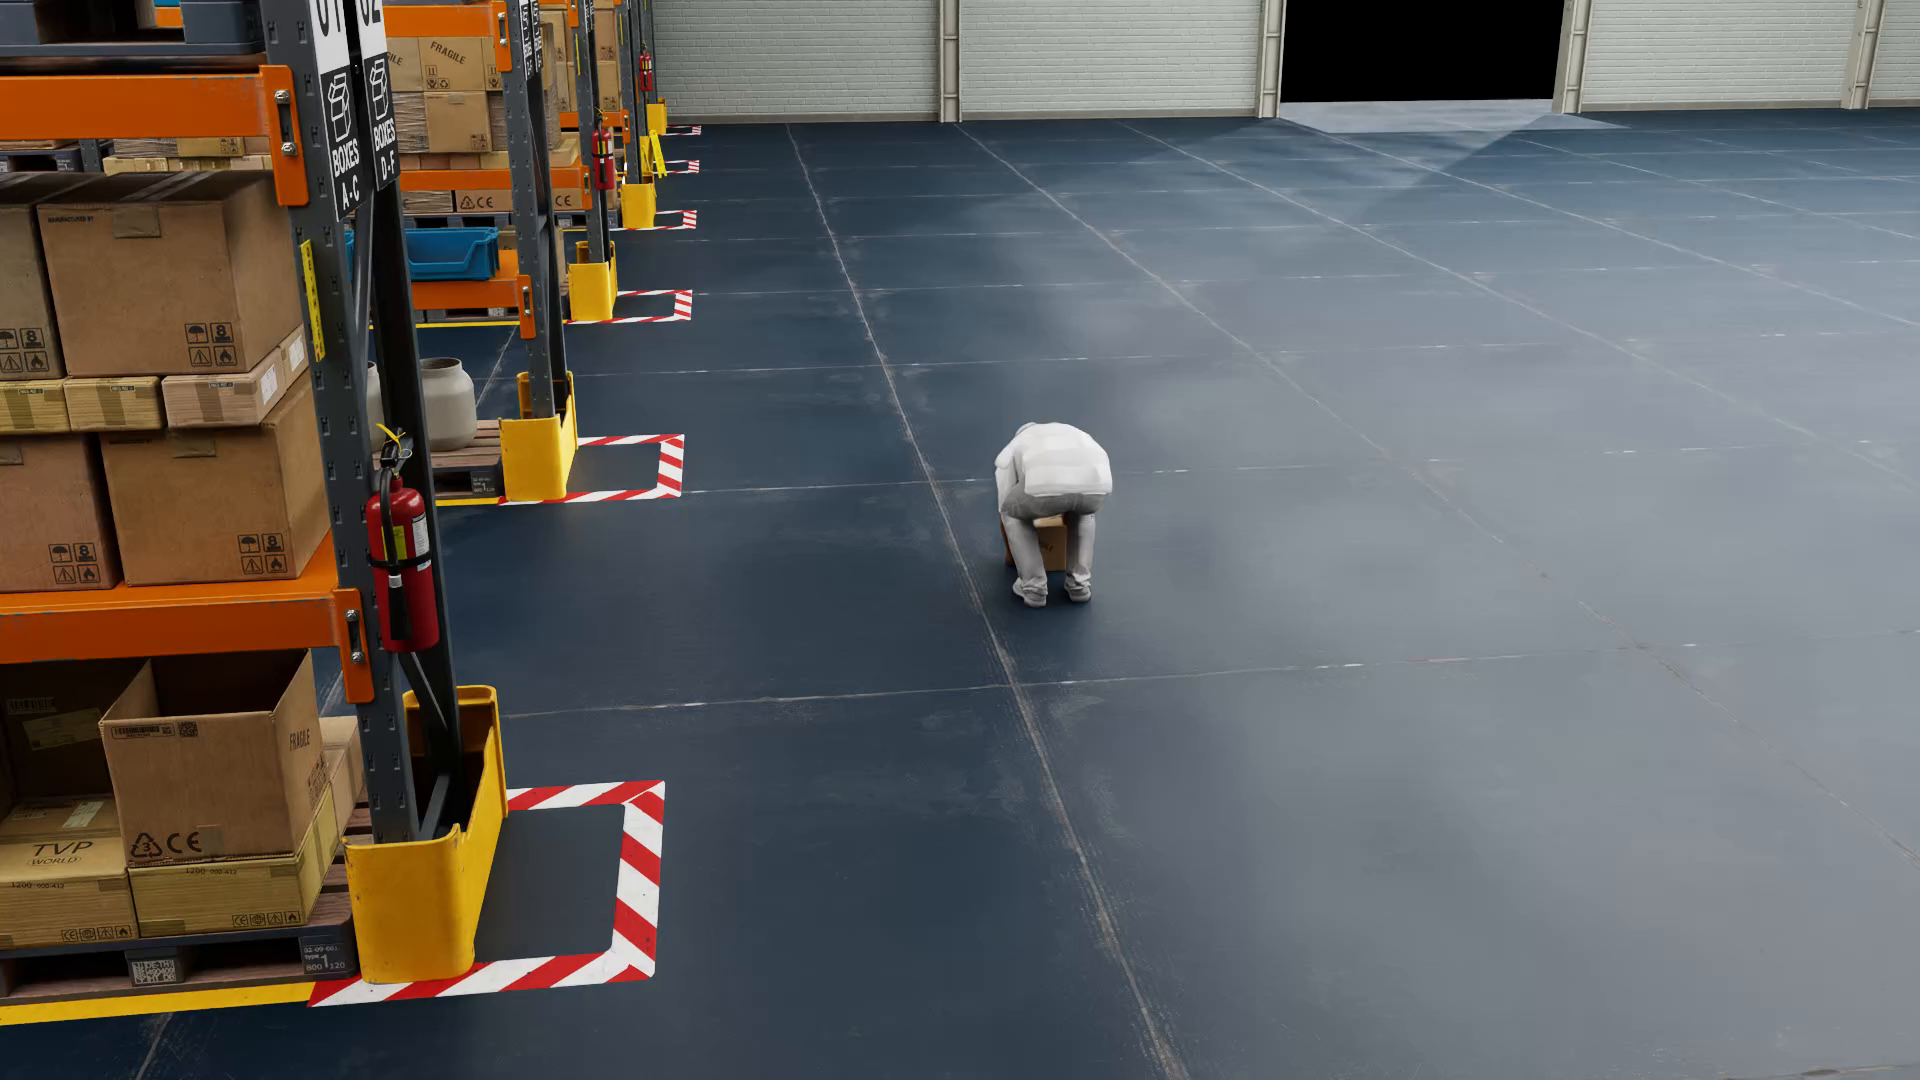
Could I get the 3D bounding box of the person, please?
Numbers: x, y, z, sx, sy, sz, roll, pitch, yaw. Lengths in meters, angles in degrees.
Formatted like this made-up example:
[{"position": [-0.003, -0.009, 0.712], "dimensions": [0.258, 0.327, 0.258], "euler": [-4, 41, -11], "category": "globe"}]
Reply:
[{"position": [0.448, -0.168, 8.455], "dimensions": [0.505, 0.886, 0.979], "euler": [-4, 20, -10], "category": "person"}]
